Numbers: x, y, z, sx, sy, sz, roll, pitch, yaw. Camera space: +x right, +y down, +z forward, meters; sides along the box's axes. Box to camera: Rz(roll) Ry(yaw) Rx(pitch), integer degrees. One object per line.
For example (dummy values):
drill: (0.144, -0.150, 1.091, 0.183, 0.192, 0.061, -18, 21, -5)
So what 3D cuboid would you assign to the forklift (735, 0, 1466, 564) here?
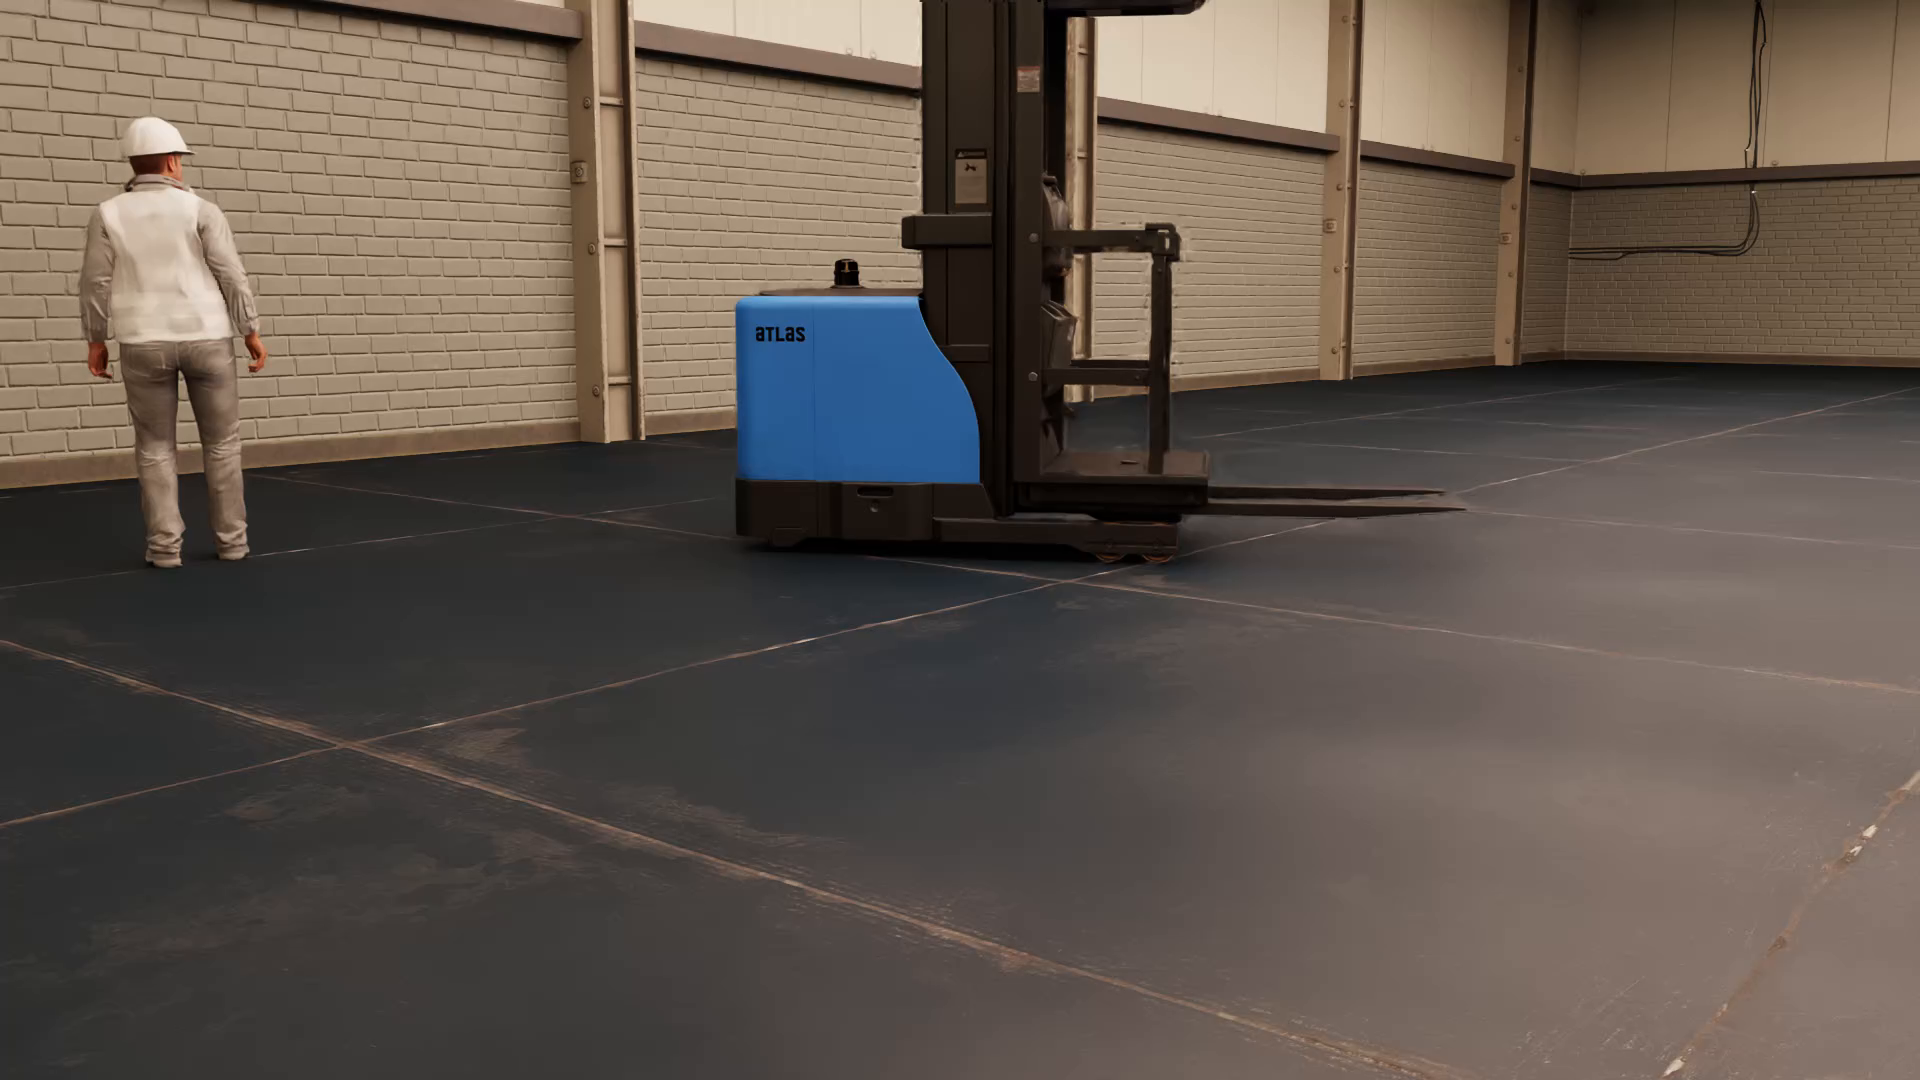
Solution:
forklift: (0.604, -1.437, 7.104, 3.031, 2.935, 1.130, 1, 8, 8)

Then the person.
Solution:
person: (-3.150, -0.791, 6.702, 0.665, 1.772, 0.433, -3, 9, -20)
